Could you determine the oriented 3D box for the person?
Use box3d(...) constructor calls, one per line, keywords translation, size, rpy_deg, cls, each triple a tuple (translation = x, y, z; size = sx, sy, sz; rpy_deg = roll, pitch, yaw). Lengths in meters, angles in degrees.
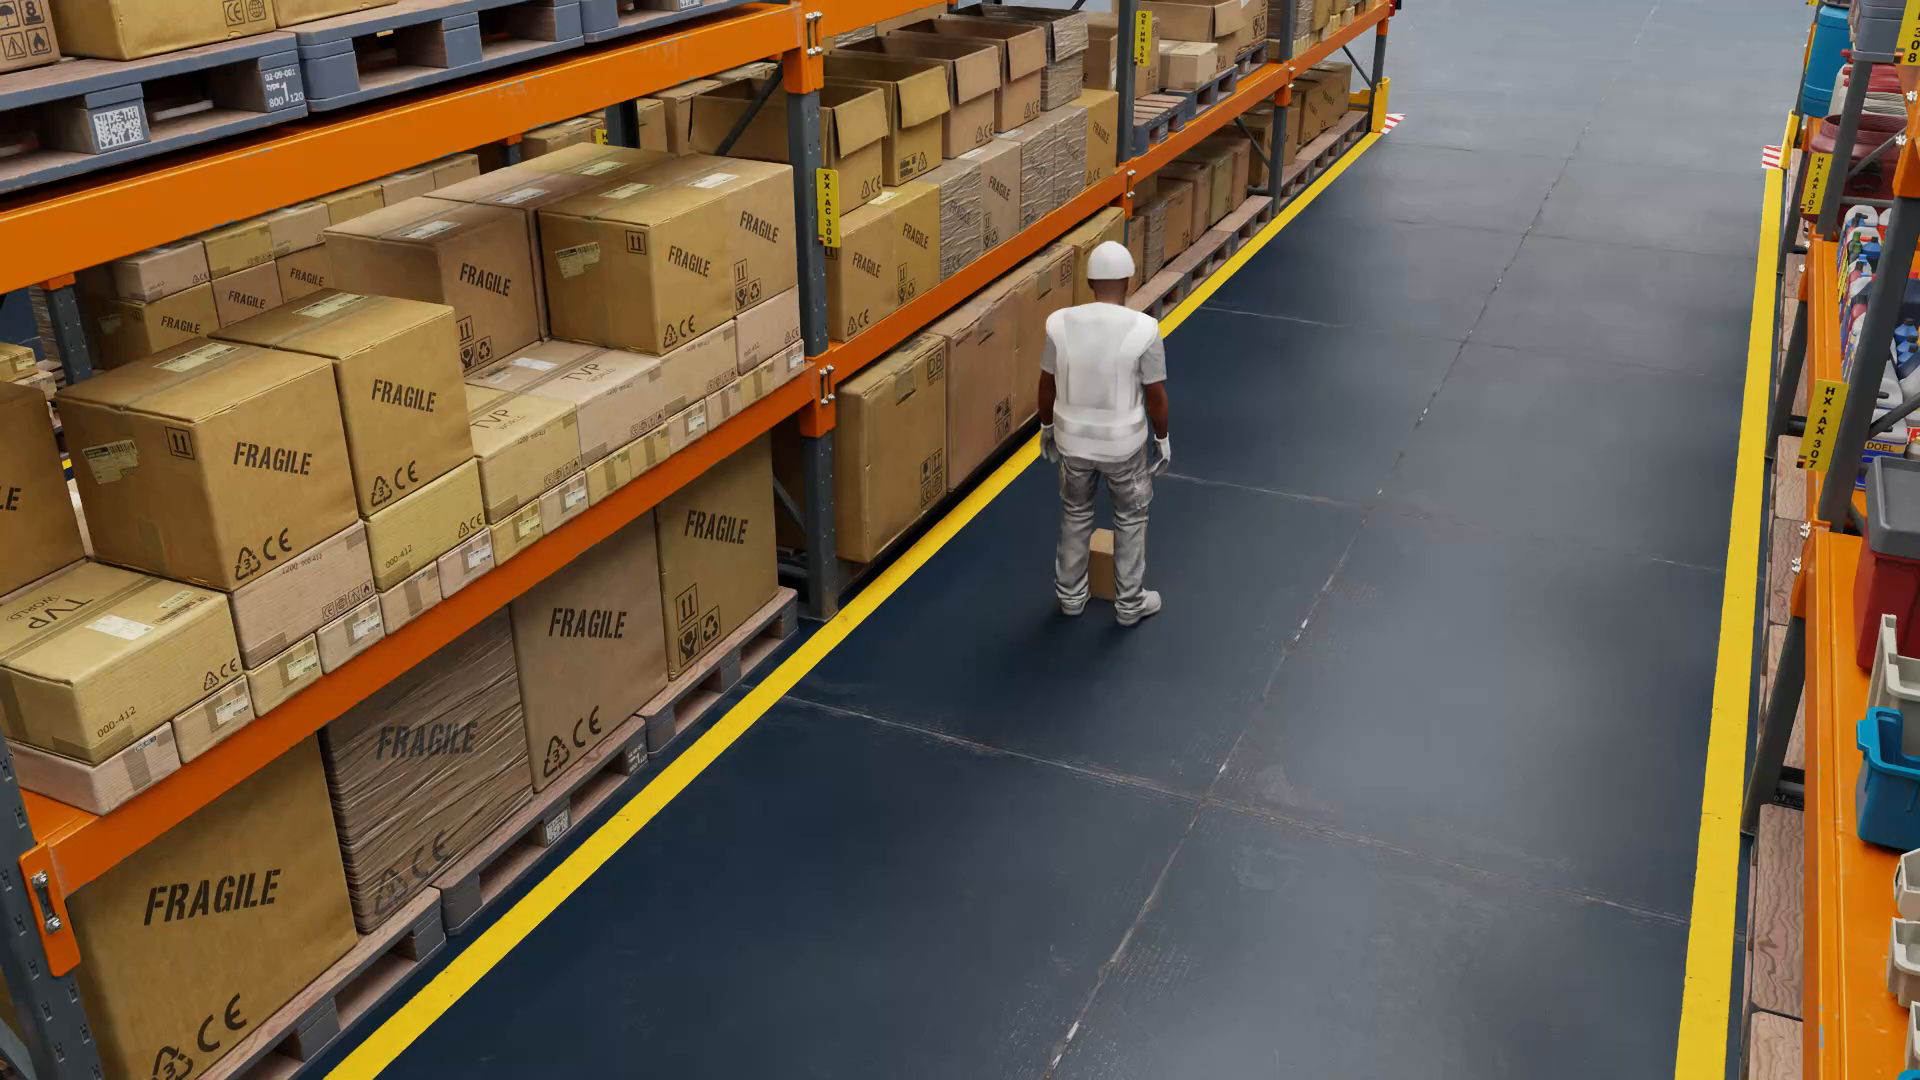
box3d(translation=(0.657, -0.466, 7.562), size=(0.615, 1.772, 0.452), rpy_deg=(10, 28, 20), cls="person")
